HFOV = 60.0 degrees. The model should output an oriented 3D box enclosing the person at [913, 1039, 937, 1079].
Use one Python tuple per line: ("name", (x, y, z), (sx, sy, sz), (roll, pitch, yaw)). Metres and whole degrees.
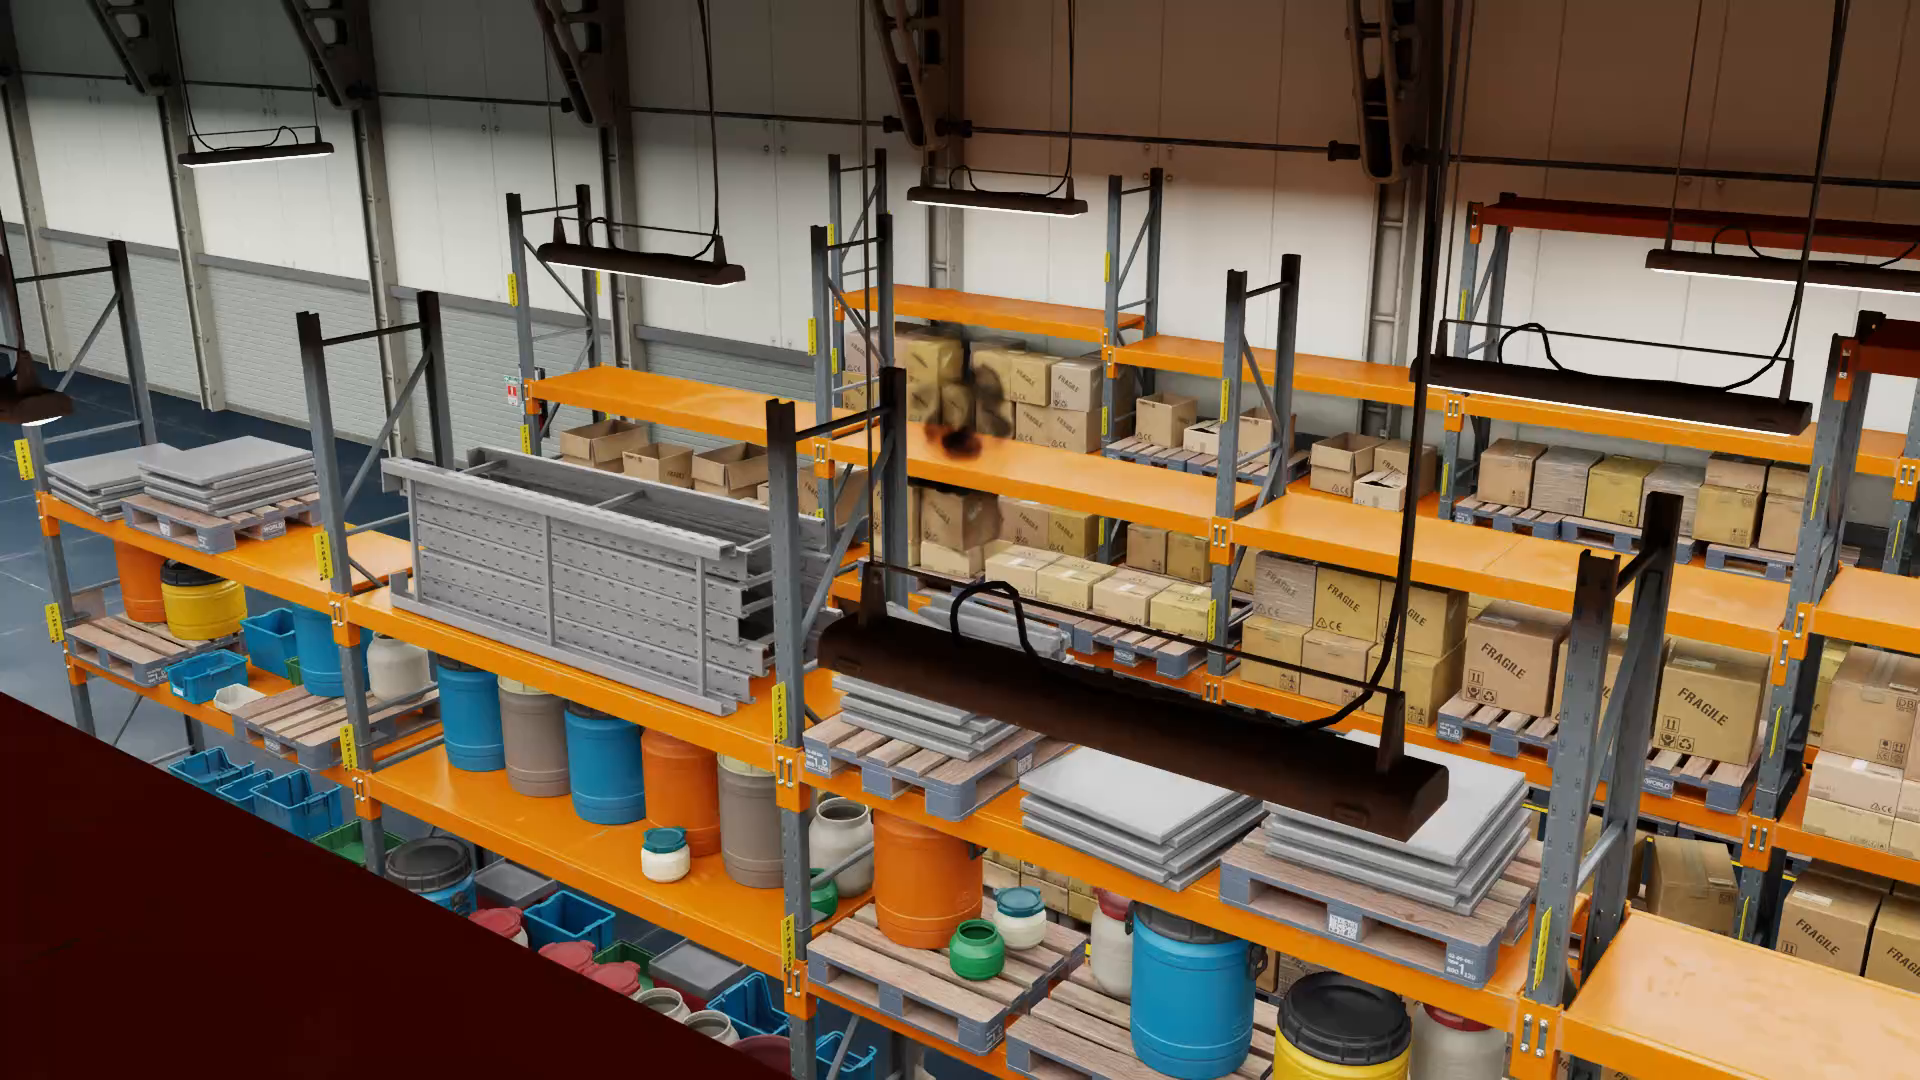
("person", (-0.259, 3.503, 12.087), (0.758, 1.619, 0.672), (14, 23, 35))
